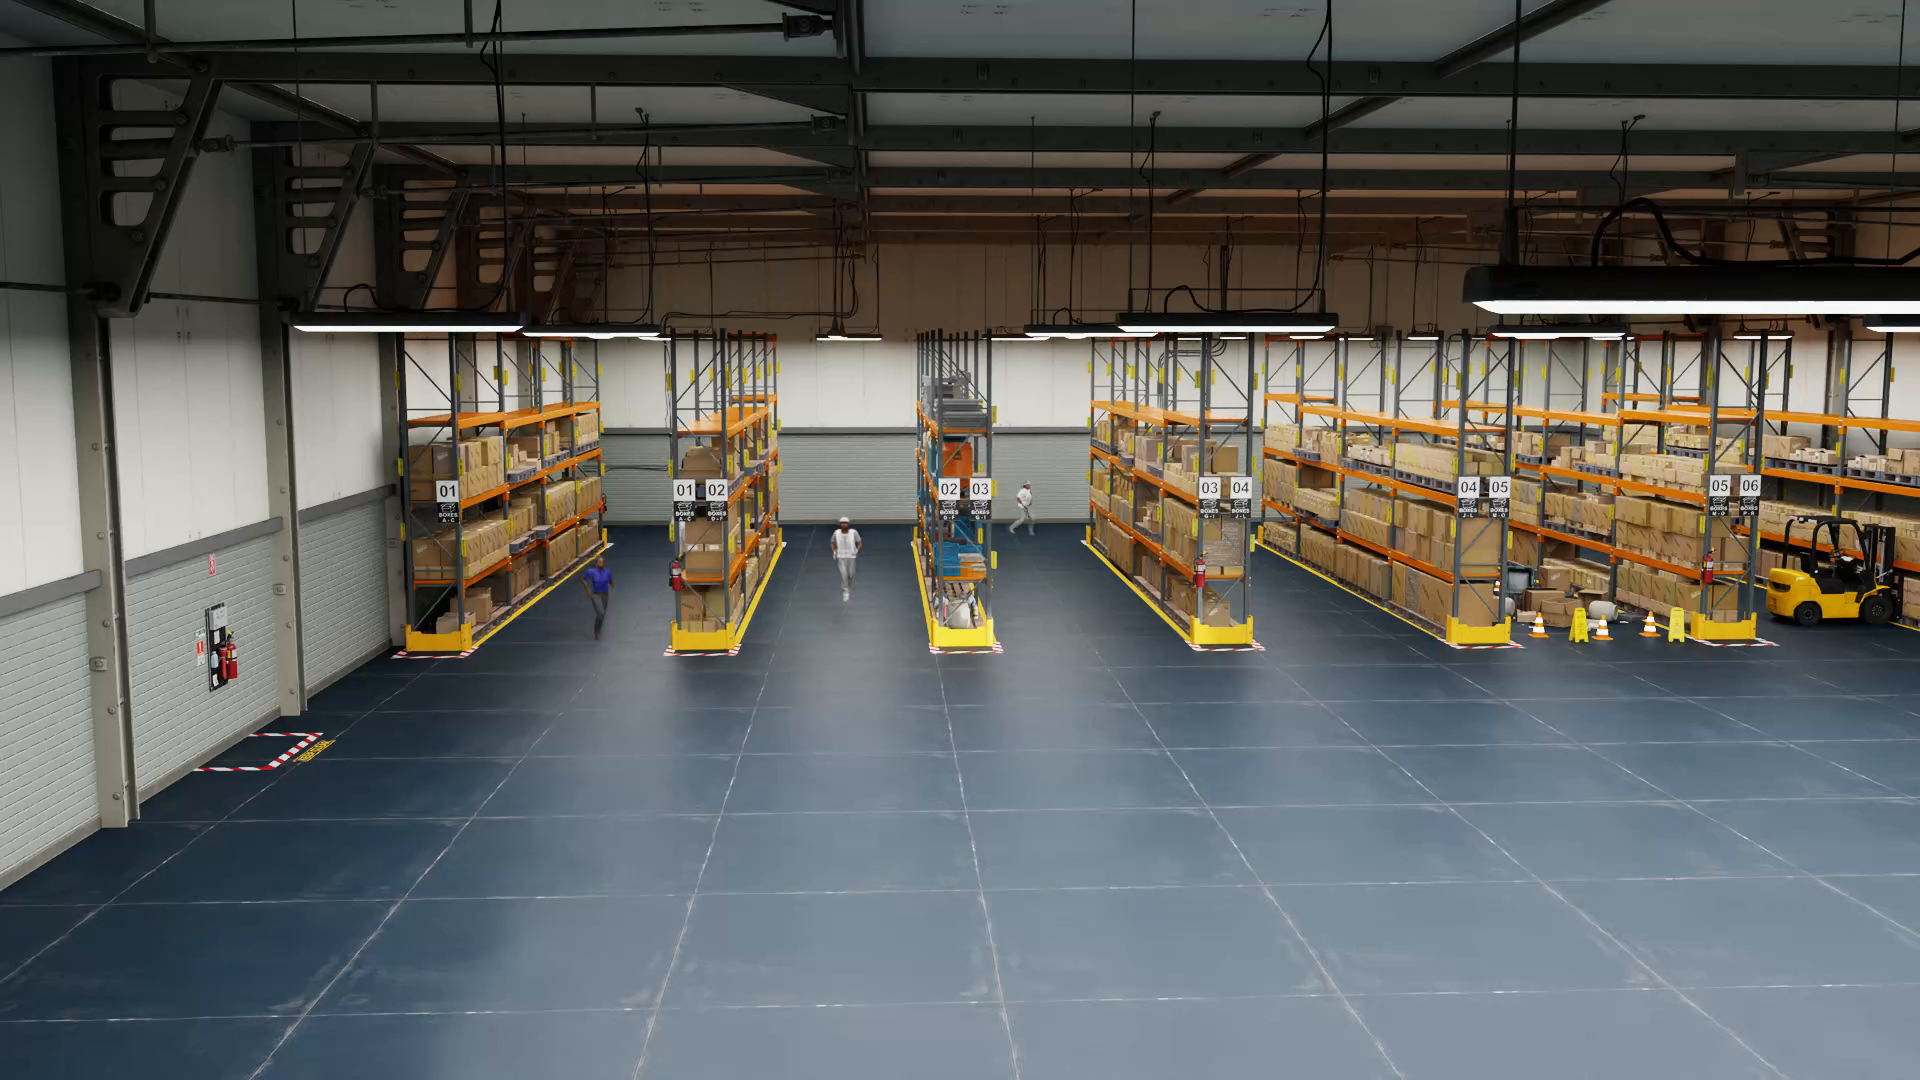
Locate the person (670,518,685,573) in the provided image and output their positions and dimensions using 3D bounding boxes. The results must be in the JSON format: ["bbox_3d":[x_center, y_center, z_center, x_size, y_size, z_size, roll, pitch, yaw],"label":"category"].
[{"bbox_3d":[-6.785,0.052,40.846,0.664,1.787,0.927,-1,7,-5],"label":"person"}]

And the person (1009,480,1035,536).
[{"bbox_3d":[1.896,-0.944,49.842,0.671,1.696,0.809,4,8,30],"label":"person"}]

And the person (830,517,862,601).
[{"bbox_3d":[-2.424,0.393,35.428,0.674,1.777,0.676,-1,7,-5],"label":"person"}]

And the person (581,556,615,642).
[{"bbox_3d":[-6.950,1.148,32.107,0.576,1.690,0.772,-5,8,-37],"label":"person"}]
